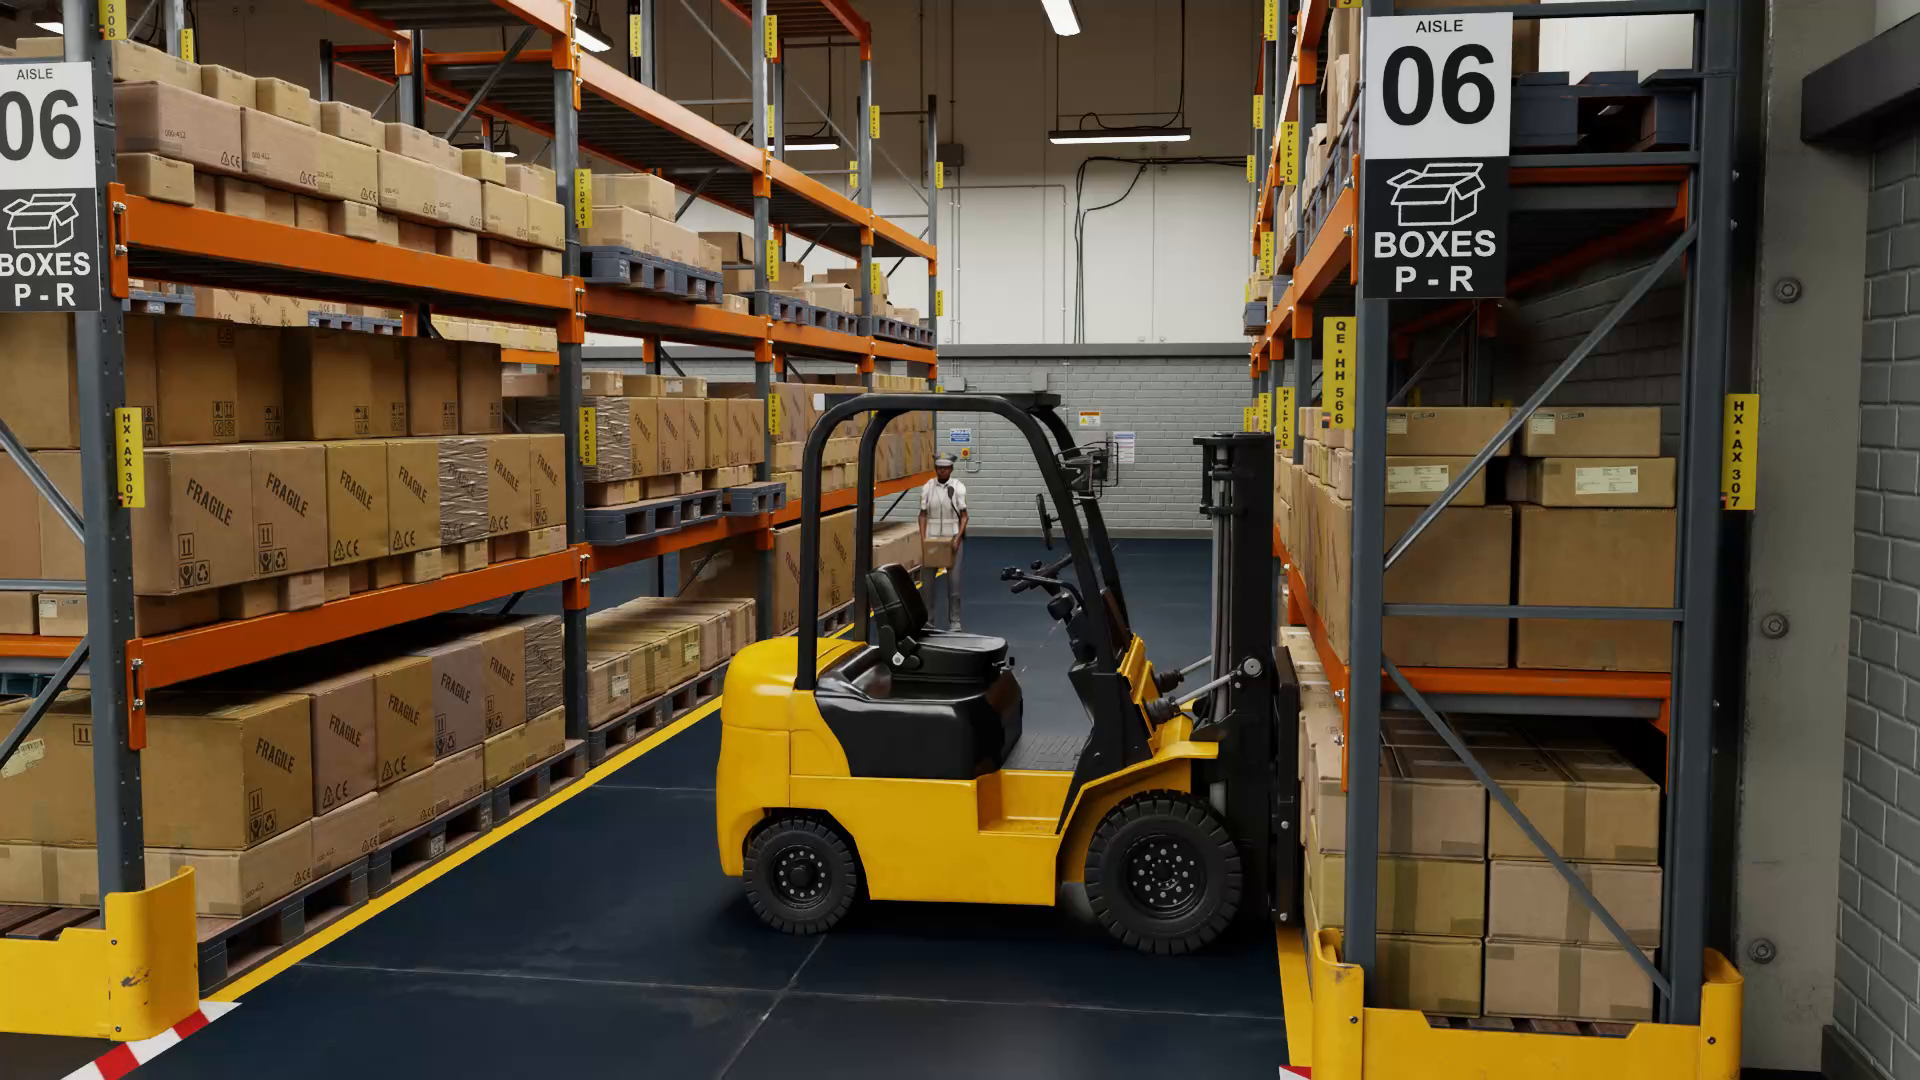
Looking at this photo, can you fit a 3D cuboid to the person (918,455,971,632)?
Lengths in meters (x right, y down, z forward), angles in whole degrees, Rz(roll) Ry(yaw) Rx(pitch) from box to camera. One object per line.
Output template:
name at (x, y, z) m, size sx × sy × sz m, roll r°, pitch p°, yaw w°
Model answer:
person at (-0.162, 0.026, 15.603) m, size 0.517 × 1.656 × 0.397 m, roll 0°, pitch 5°, yaw 6°
